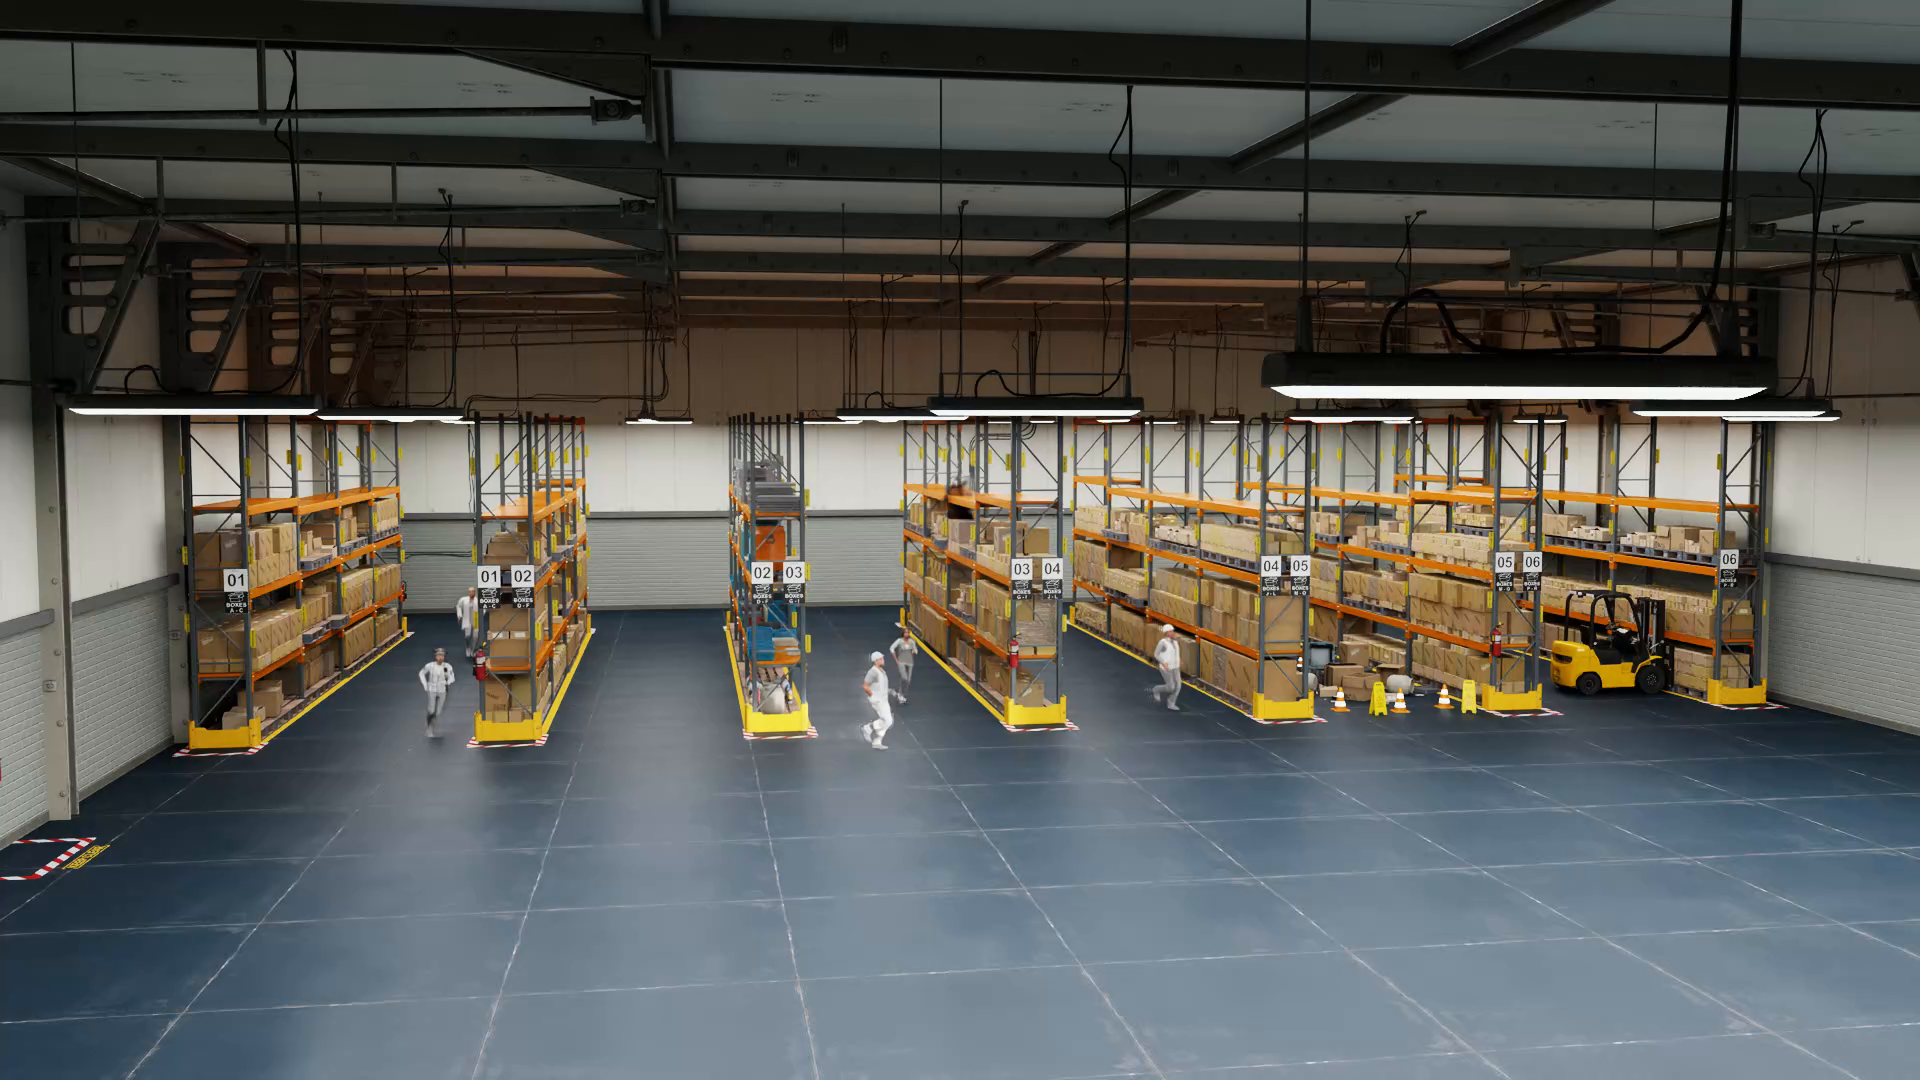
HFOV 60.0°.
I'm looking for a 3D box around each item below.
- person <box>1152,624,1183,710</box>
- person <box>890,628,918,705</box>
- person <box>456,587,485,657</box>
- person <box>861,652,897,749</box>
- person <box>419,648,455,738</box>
[{"bbox_3d":[4.218,2.572,33.755,0.664,1.732,0.625,-3,5,-40],"label":"person"},{"bbox_3d":[-1.131,2.597,34.380,0.529,1.584,0.667,-2,4,-23],"label":"person"},{"bbox_3d":[-12.110,2.038,41.209,0.678,1.745,0.808,-1,4,-18],"label":"person"},{"bbox_3d":[-1.440,2.850,29.529,0.597,1.740,0.657,1,4,16],"label":"person"},{"bbox_3d":[-9.615,2.809,30.626,0.596,1.672,0.579,-2,4,-26],"label":"person"}]
